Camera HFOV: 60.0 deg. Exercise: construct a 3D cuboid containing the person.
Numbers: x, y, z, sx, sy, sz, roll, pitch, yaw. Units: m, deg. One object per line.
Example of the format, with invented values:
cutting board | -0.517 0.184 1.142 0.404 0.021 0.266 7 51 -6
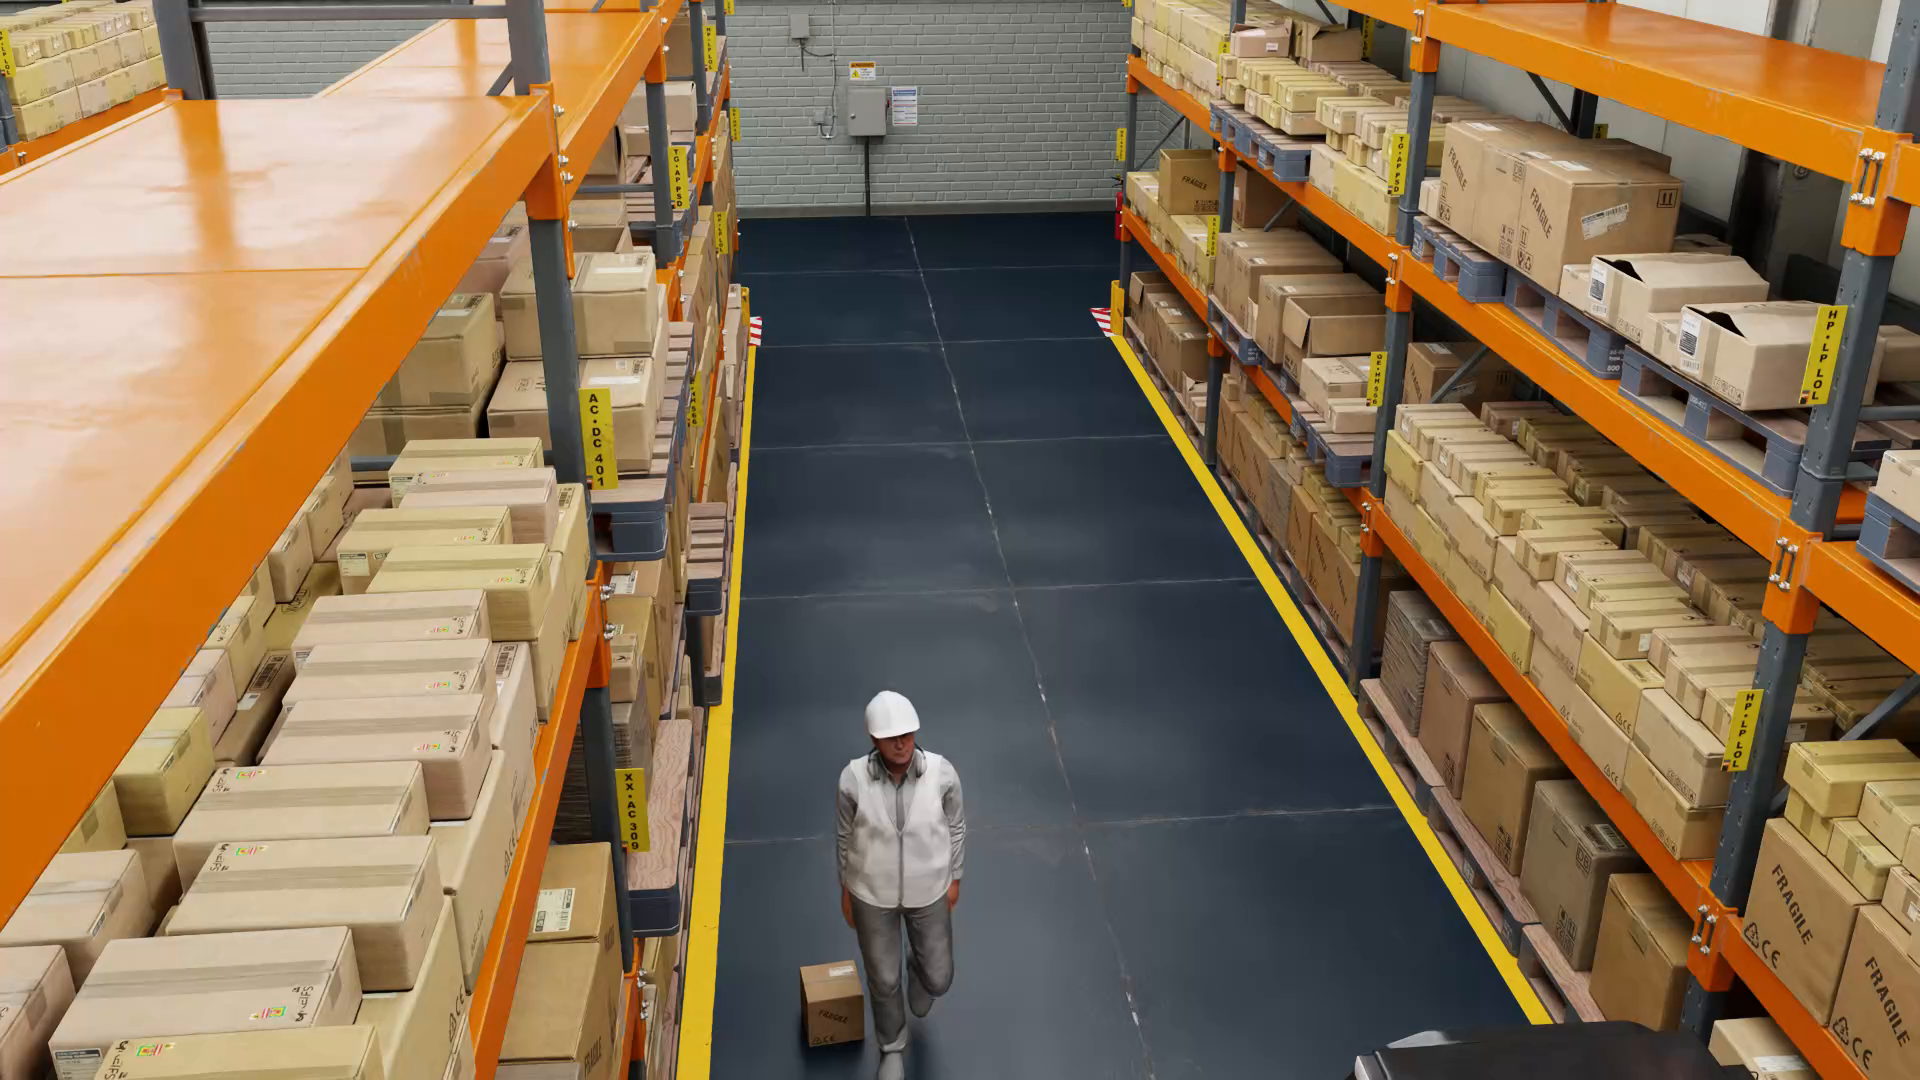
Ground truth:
person | -0.244 1.426 6.977 0.541 1.759 0.625 -2 24 -5
